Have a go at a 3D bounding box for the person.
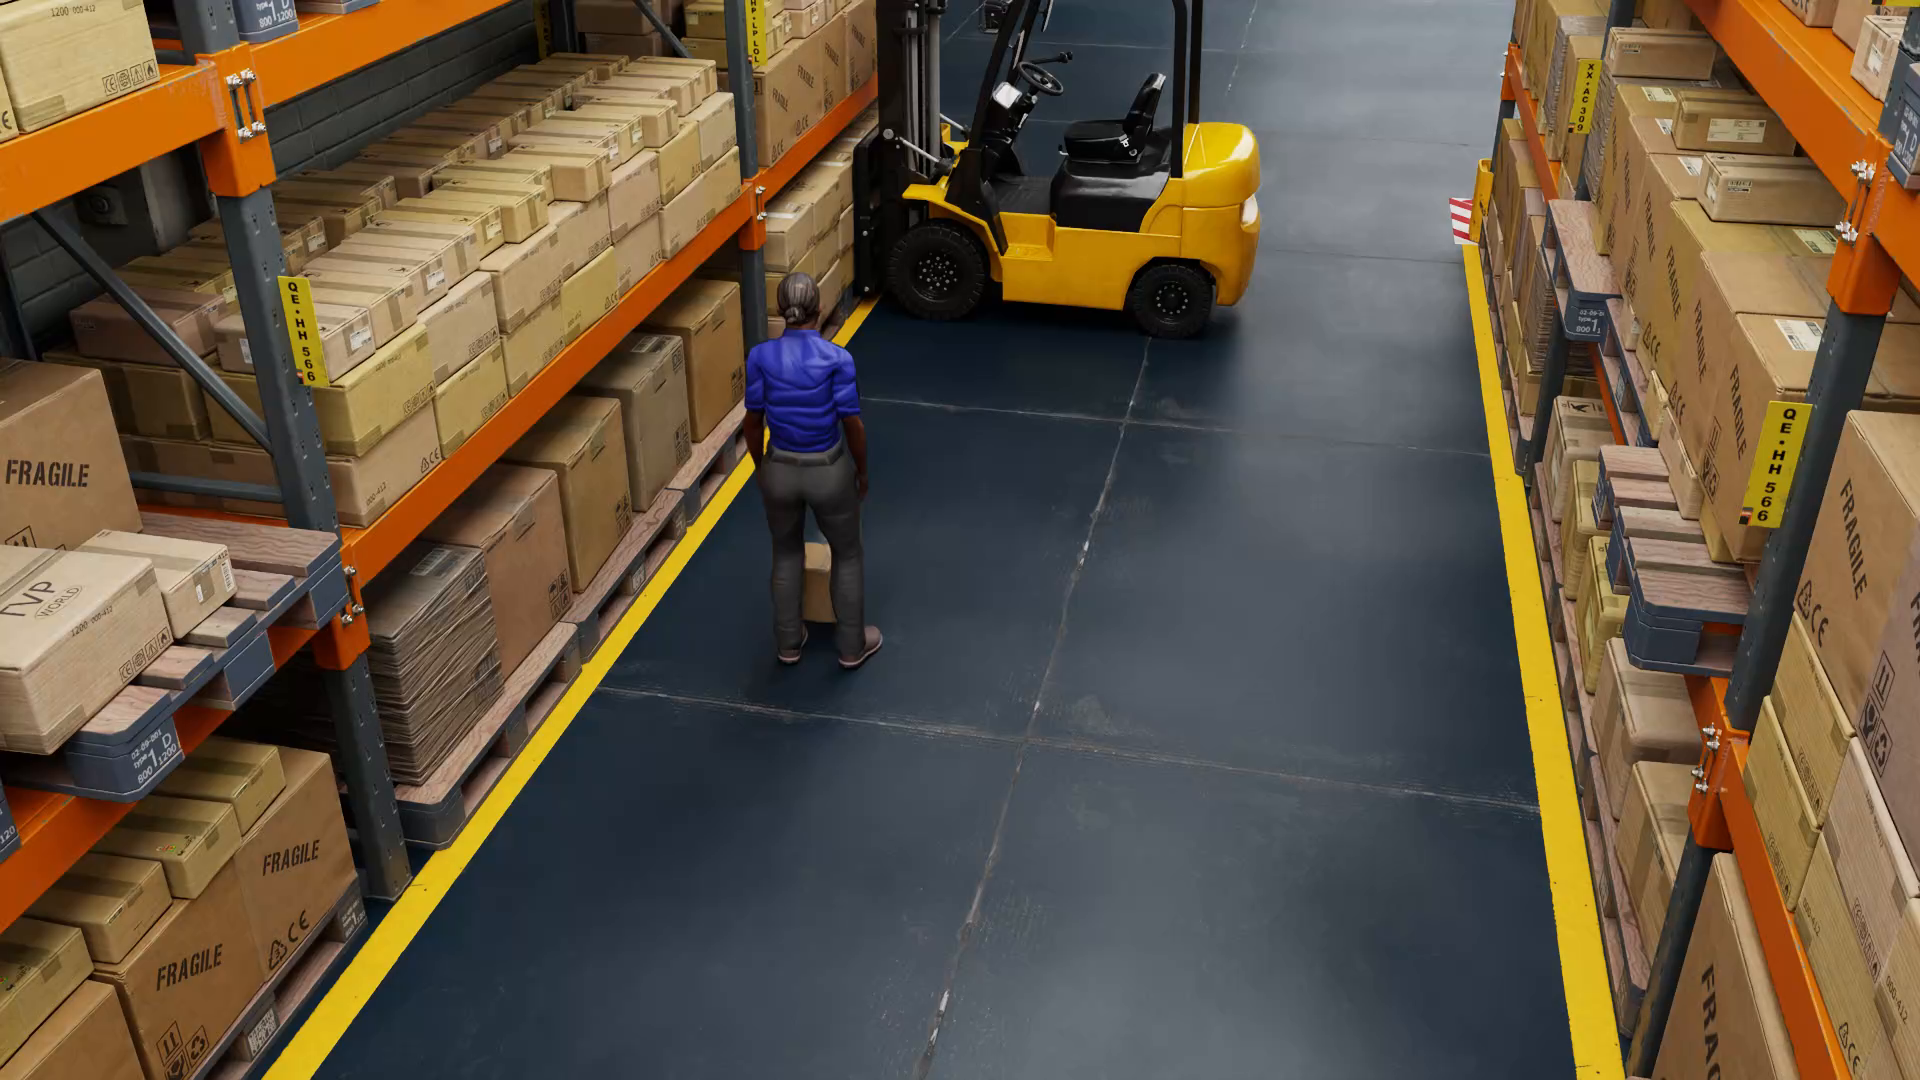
[{"bbox_3d":[-0.571,-0.253,6.588,0.514,1.654,0.352,5,29,8],"label":"person"}]
